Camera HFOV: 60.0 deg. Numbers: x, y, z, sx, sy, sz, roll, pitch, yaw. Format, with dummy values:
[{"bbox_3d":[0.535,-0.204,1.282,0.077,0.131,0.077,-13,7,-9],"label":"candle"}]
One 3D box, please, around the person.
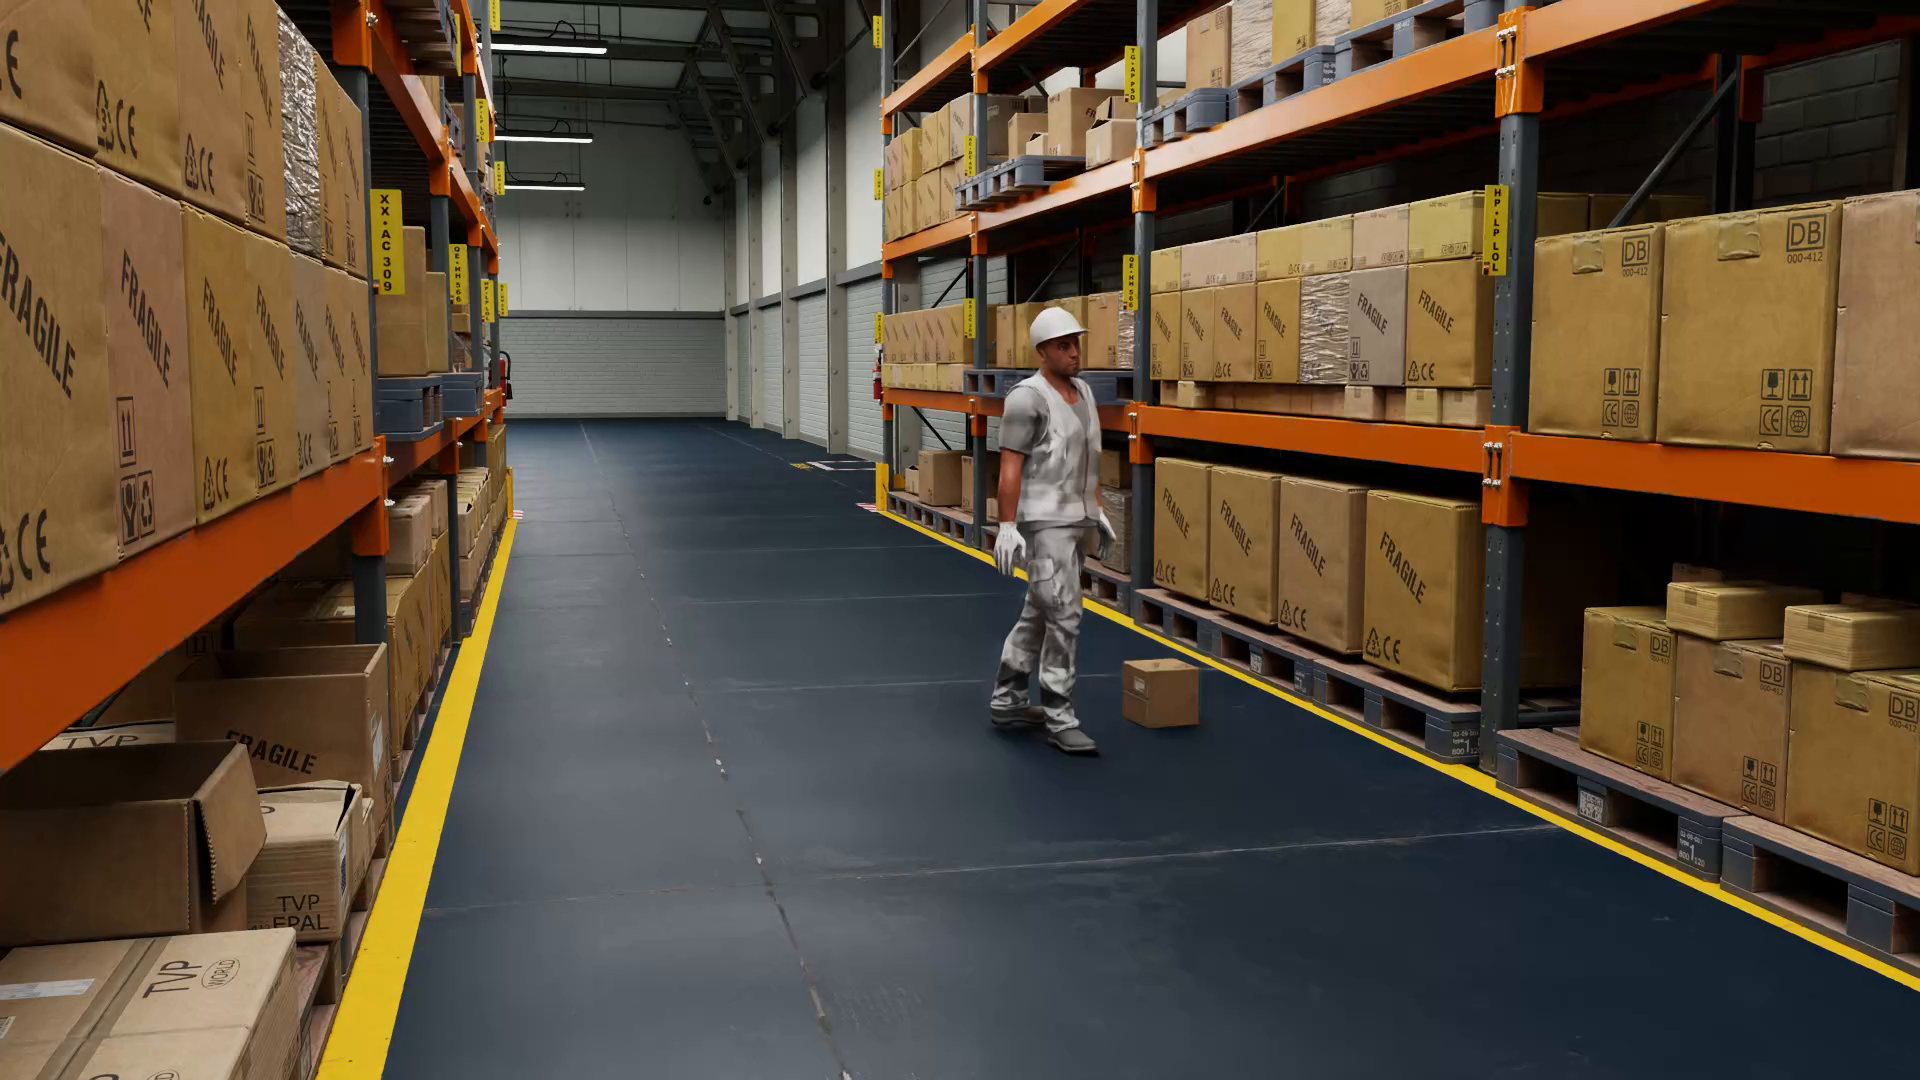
[{"bbox_3d":[0.348,-0.050,6.784,0.623,1.779,0.627,4,7,35],"label":"person"}]
